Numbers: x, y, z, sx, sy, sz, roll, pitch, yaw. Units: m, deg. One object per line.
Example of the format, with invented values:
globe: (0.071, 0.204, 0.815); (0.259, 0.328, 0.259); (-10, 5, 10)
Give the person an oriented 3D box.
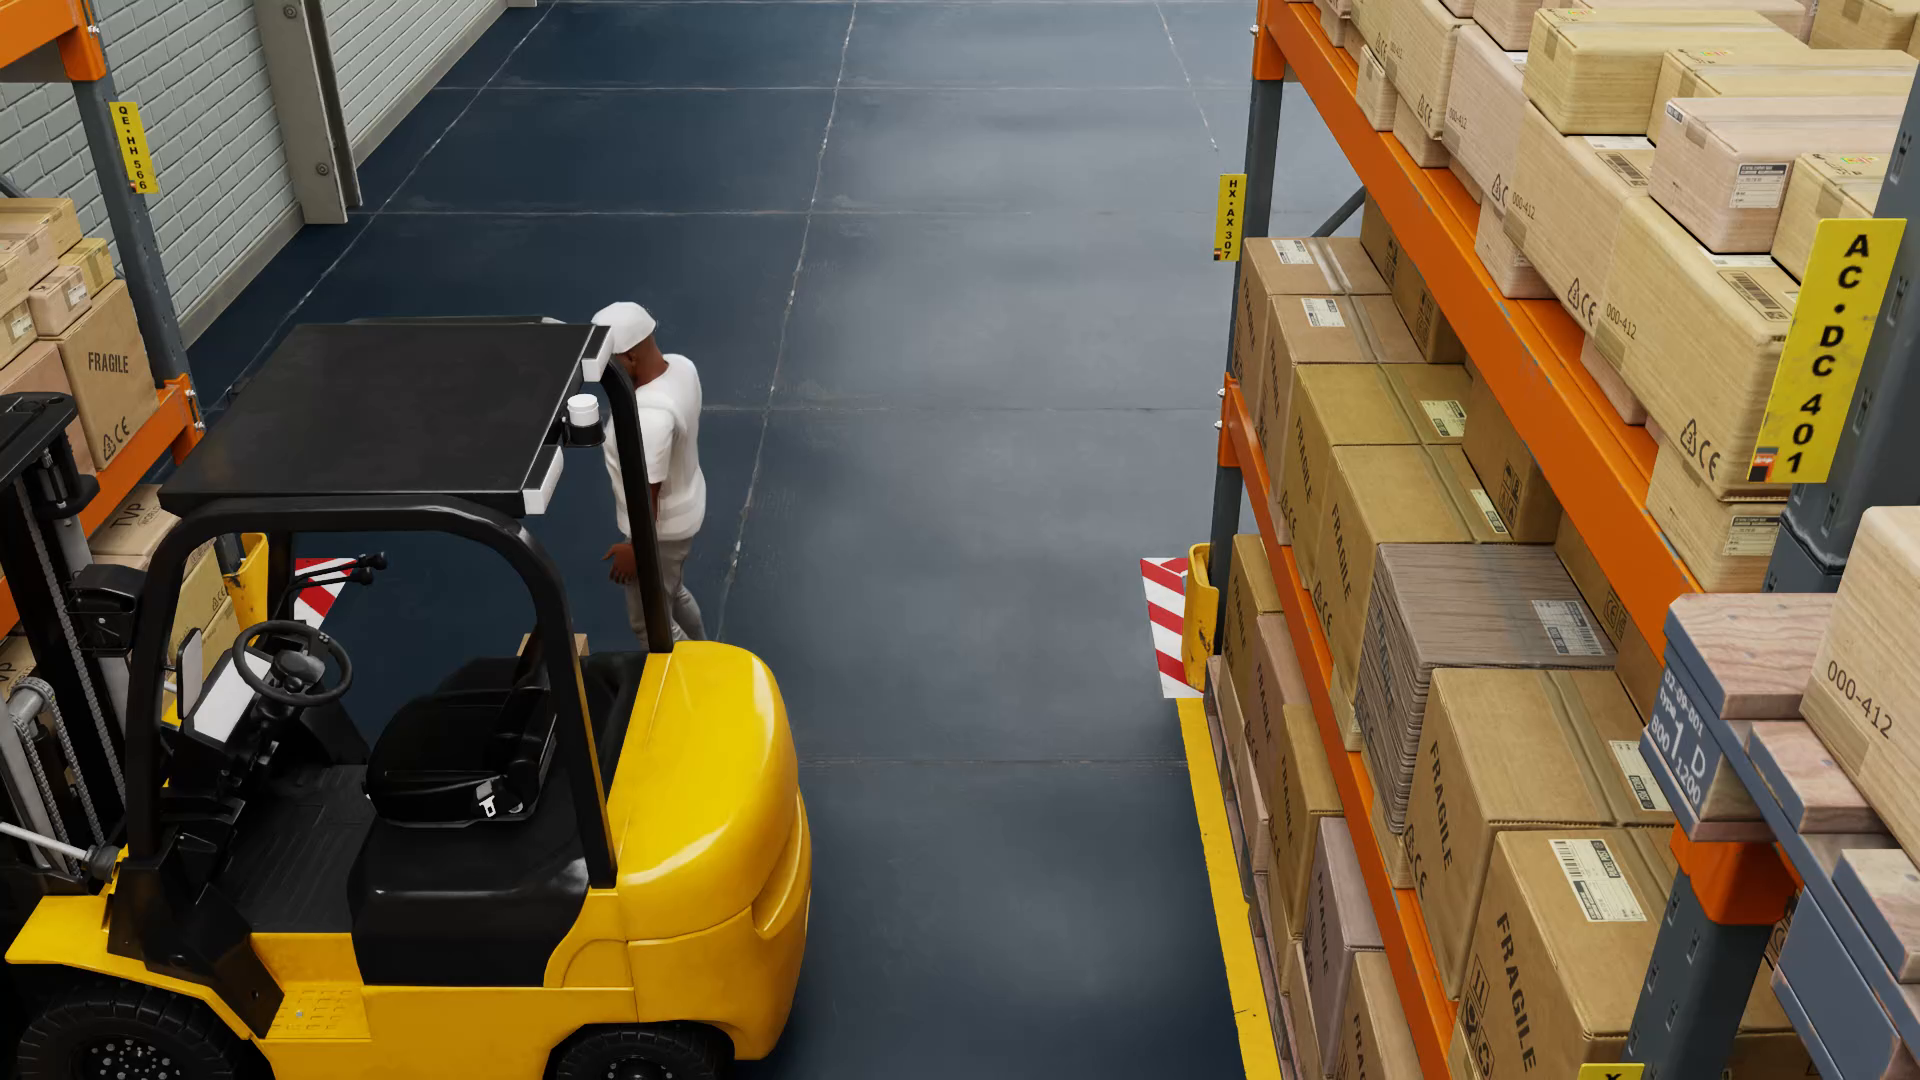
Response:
person: (-1.145, -0.077, 6.251); (0.384, 1.751, 0.573); (0, 31, 1)
